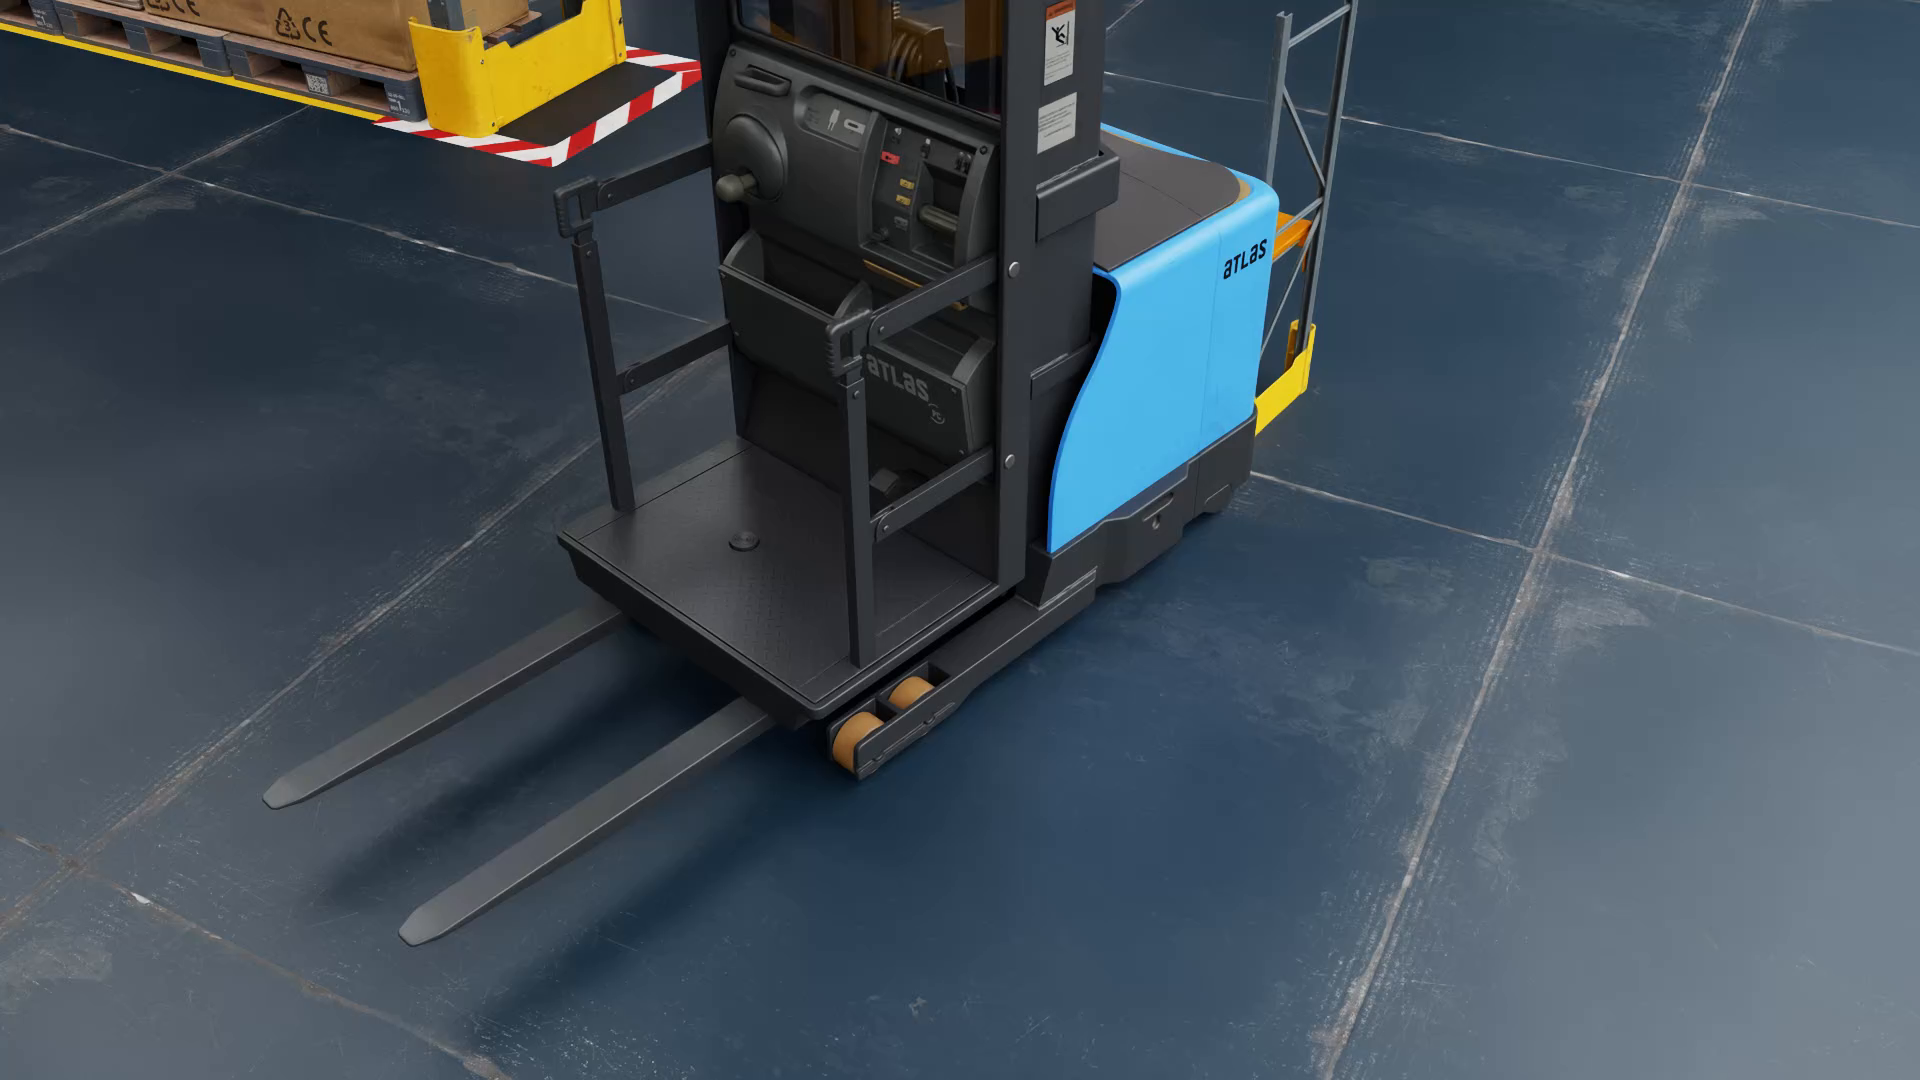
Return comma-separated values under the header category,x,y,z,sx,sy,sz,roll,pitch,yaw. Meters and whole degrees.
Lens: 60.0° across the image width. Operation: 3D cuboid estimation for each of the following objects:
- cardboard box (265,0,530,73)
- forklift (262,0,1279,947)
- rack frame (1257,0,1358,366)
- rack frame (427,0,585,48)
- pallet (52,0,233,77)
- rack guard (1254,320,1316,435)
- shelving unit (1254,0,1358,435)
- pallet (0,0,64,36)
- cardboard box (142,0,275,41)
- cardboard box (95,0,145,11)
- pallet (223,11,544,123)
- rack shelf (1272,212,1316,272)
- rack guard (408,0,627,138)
category,x,y,z,sx,sy,sz,roll,pitch,yaw
cardboard box,-2.752,-2.884,7.978,0.875,0.875,0.875,18,41,22
forklift,-0.427,-0.892,4.001,1.130,2.935,3.031,30,46,33
rack frame,1.062,-1.014,5.346,0.032,1.500,0.500,24,43,28
rack frame,-2.120,-3.410,7.261,0.127,3.000,1.000,17,41,21
pallet,-3.945,-2.819,8.789,1.213,0.211,1.003,17,41,21
rack guard,1.046,-0.523,5.733,0.087,0.250,0.587,24,43,28
shelving unit,0.646,-1.201,5.591,1.083,1.500,0.587,24,43,28
pallet,-5.033,-3.158,9.235,1.213,0.211,1.003,17,41,21
cardboard box,-3.535,-3.127,8.299,0.875,0.875,0.875,17,40,21
cardboard box,-4.343,-3.382,8.634,0.875,0.875,0.875,18,41,22
pallet,-2.866,-2.479,8.342,1.213,0.211,1.003,17,41,21
rack shelf,0.654,-1.054,5.696,1.000,0.185,0.538,24,43,28
rack guard,-2.099,-2.407,8.008,0.348,0.500,1.175,17,41,21
